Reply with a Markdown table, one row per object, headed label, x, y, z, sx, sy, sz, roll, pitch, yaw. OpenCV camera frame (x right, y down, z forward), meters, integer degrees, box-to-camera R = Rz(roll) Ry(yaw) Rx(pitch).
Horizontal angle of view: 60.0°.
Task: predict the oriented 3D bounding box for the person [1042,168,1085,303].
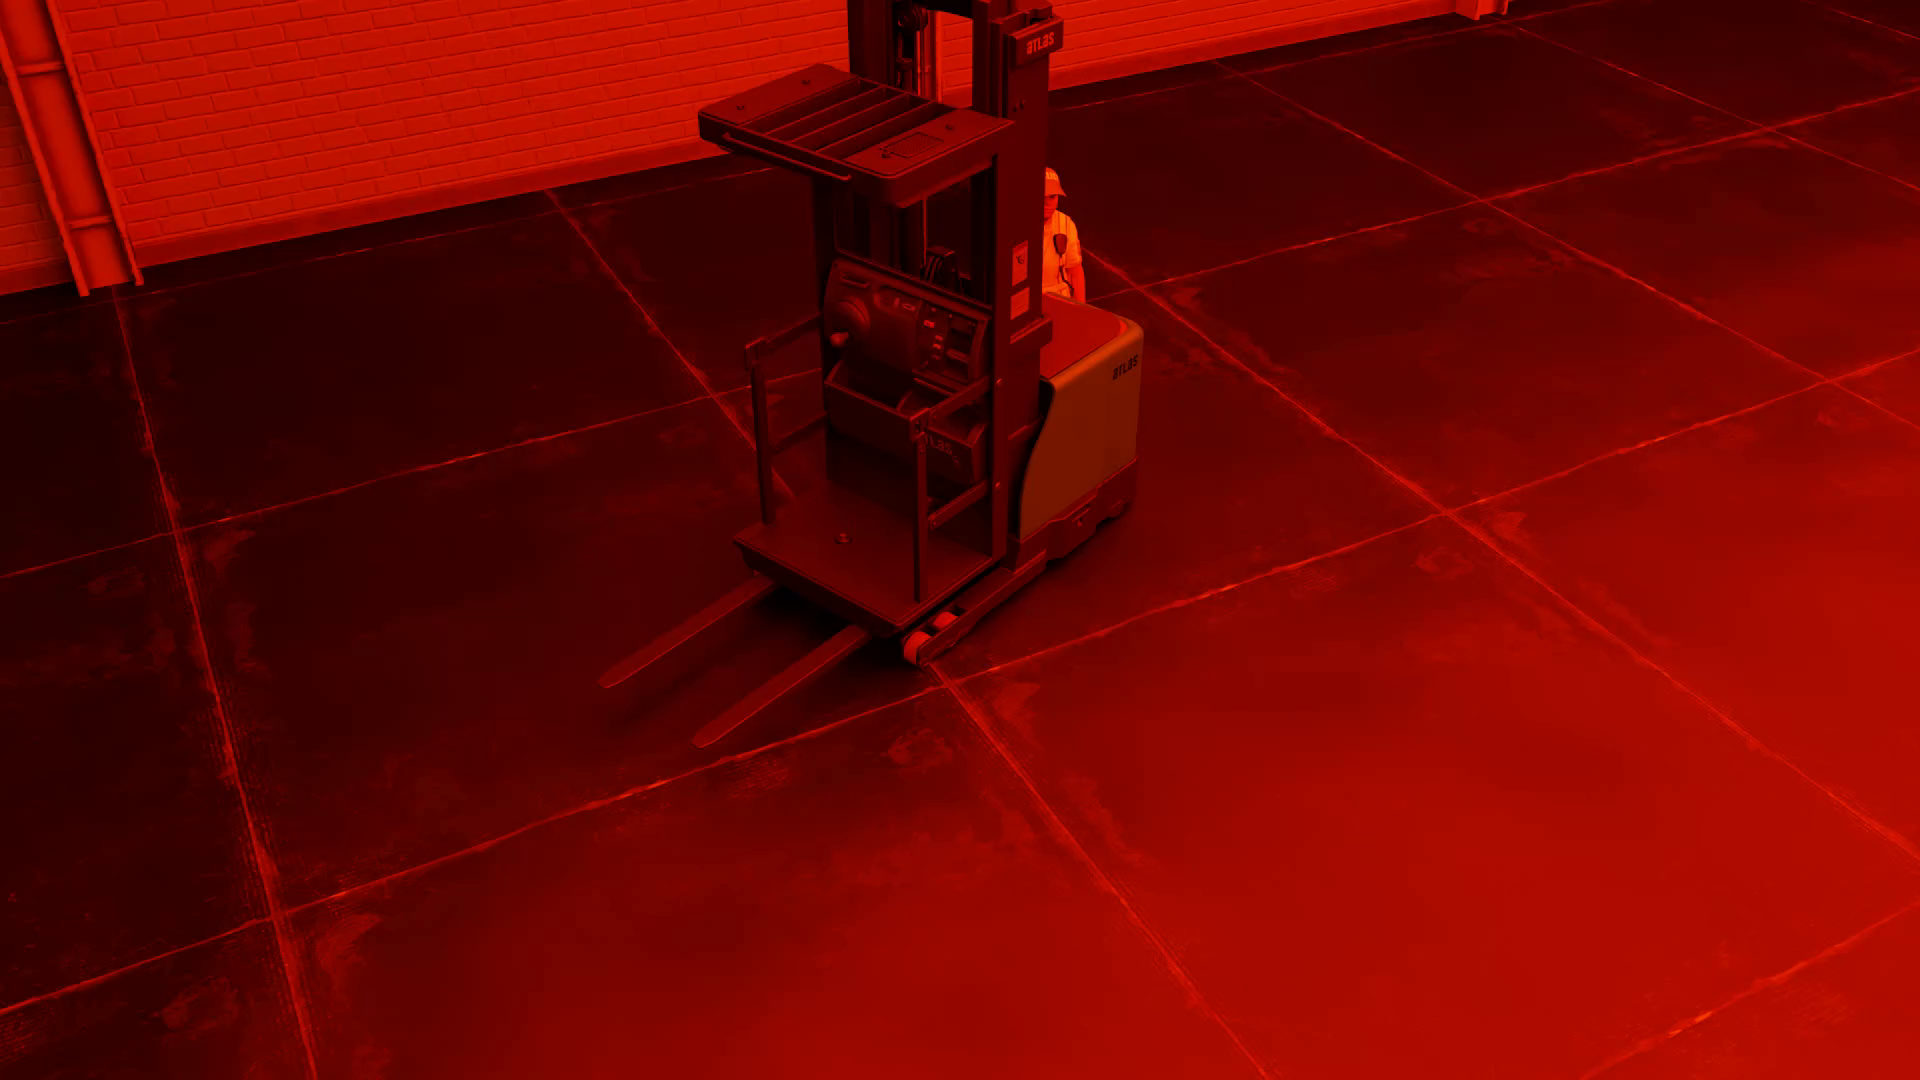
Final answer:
| label | x | y | z | sx | sy | sz | roll | pitch | yaw |
| --- | --- | --- | --- | --- | --- | --- | --- | --- | --- |
| person | 0.379 | -1.134 | 8.811 | 0.598 | 1.670 | 0.529 | -4 | 35 | -6 |

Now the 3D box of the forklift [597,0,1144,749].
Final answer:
| label | x | y | z | sx | sy | sz | roll | pitch | yaw |
| --- | --- | --- | --- | --- | --- | --- | --- | --- | --- |
| forklift | -0.390 | -0.927 | 7.434 | 1.130 | 2.935 | 3.031 | 26 | 43 | 31 |
